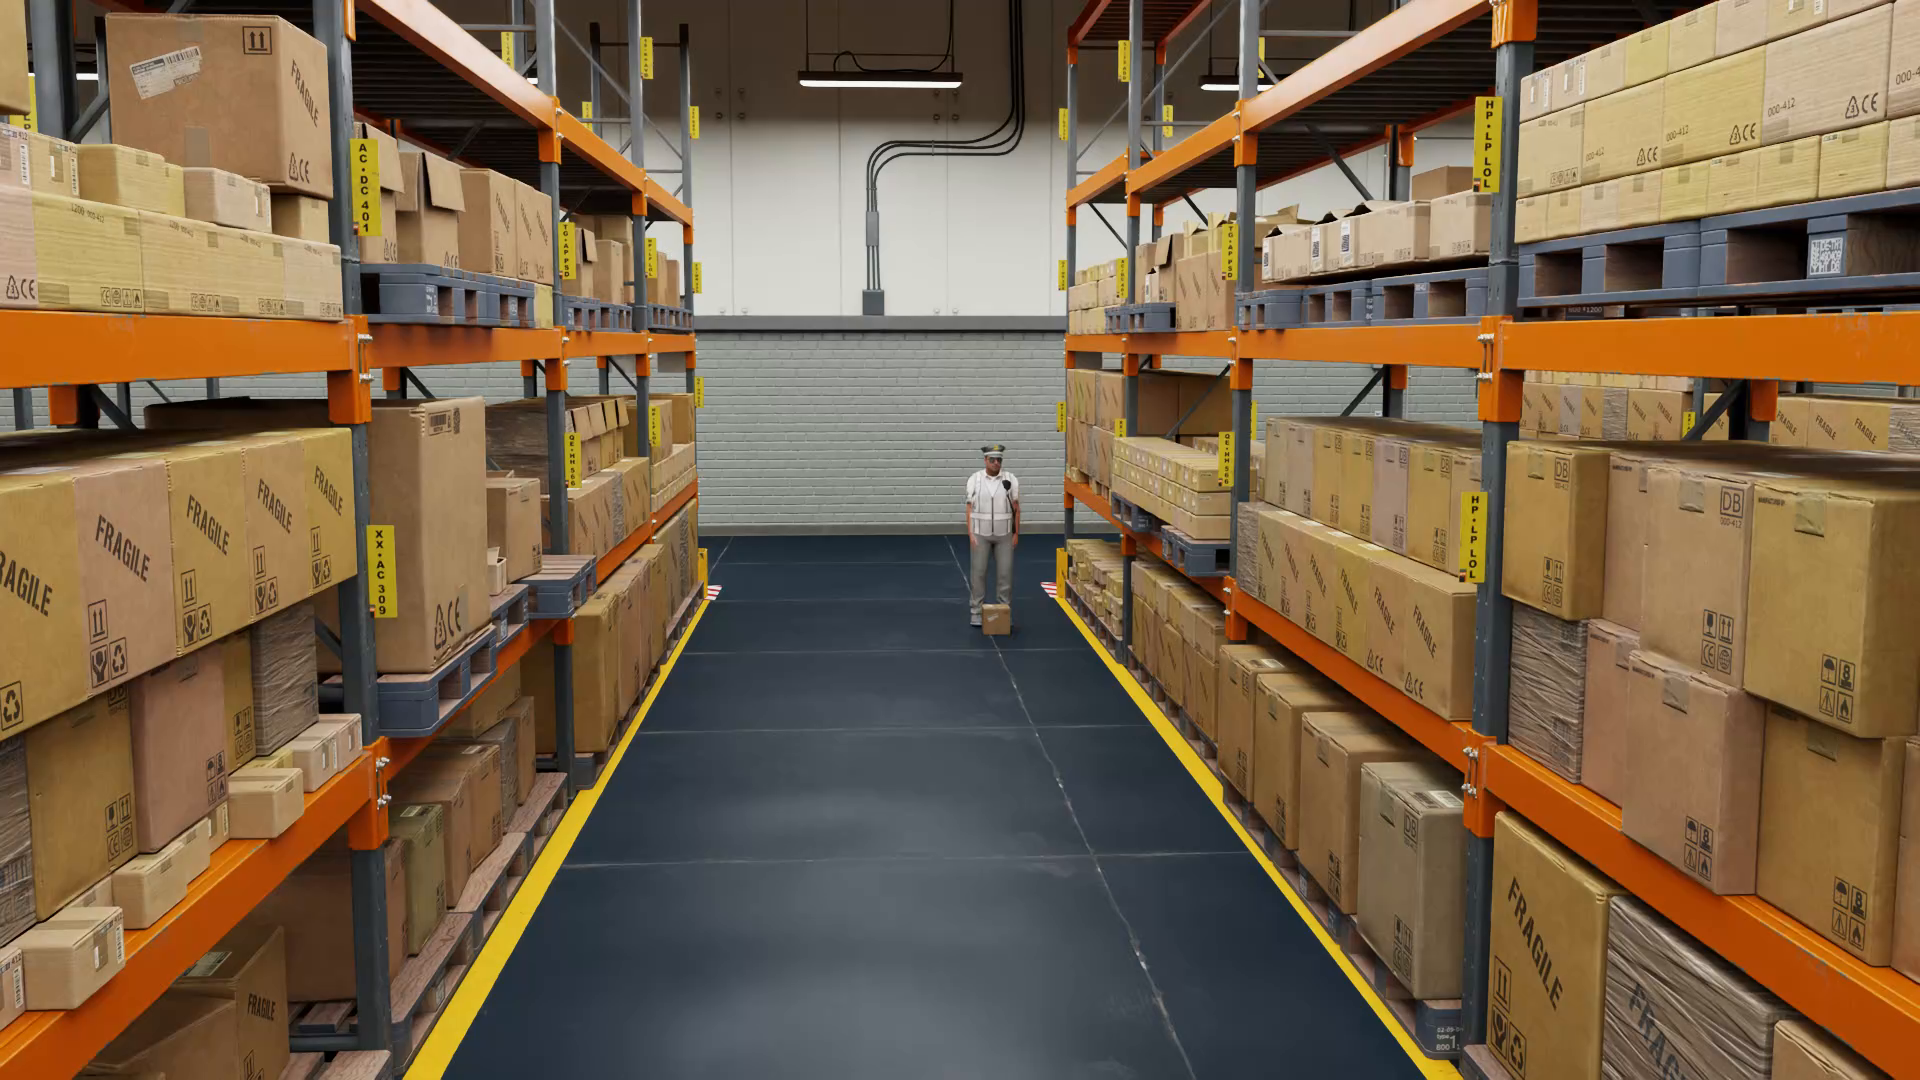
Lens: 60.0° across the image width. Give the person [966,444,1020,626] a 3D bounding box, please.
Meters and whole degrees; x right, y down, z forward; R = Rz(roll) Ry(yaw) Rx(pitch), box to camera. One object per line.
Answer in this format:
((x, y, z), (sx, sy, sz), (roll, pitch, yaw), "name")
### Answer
((0.324, -0.054, 16.136), (0.526, 1.760, 0.393), (0, 7, -3), "person")
